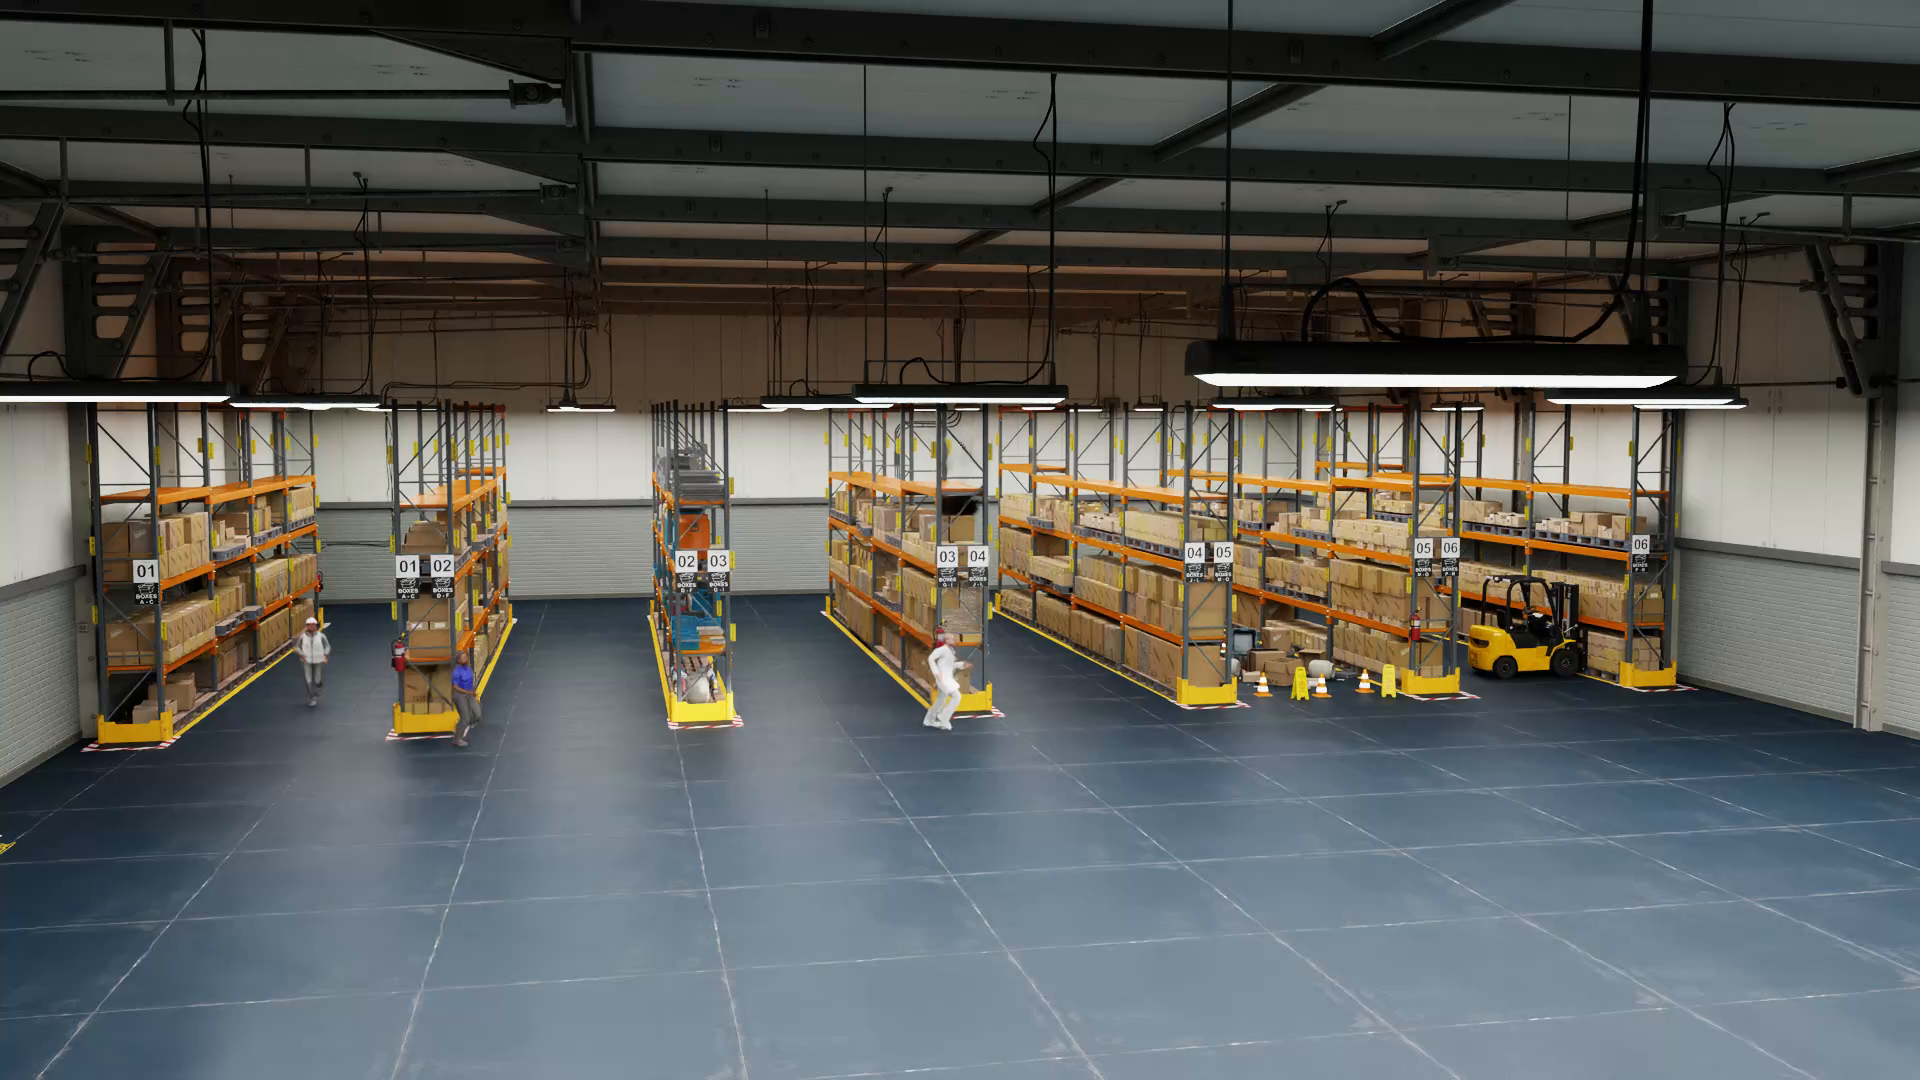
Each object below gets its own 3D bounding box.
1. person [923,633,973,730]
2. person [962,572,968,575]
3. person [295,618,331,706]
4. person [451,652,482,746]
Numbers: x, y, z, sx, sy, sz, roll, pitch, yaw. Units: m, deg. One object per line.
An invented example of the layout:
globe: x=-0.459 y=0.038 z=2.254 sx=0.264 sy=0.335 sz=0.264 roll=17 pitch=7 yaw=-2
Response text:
person: x=-0.243 y=2.576 z=30.180 sx=0.915 sy=1.781 sz=0.744 roll=1 pitch=4 yaw=13
person: x=0.050 y=1.286 z=47.525 sx=0.702 sy=1.734 sz=0.575 roll=0 pitch=4 yaw=-6
person: x=-12.775 y=2.396 z=32.827 sx=0.661 sy=1.730 sz=0.585 roll=-1 pitch=5 yaw=-18
person: x=-8.561 y=2.751 z=28.839 sx=0.559 sy=1.622 sz=0.577 roll=1 pitch=5 yaw=19
